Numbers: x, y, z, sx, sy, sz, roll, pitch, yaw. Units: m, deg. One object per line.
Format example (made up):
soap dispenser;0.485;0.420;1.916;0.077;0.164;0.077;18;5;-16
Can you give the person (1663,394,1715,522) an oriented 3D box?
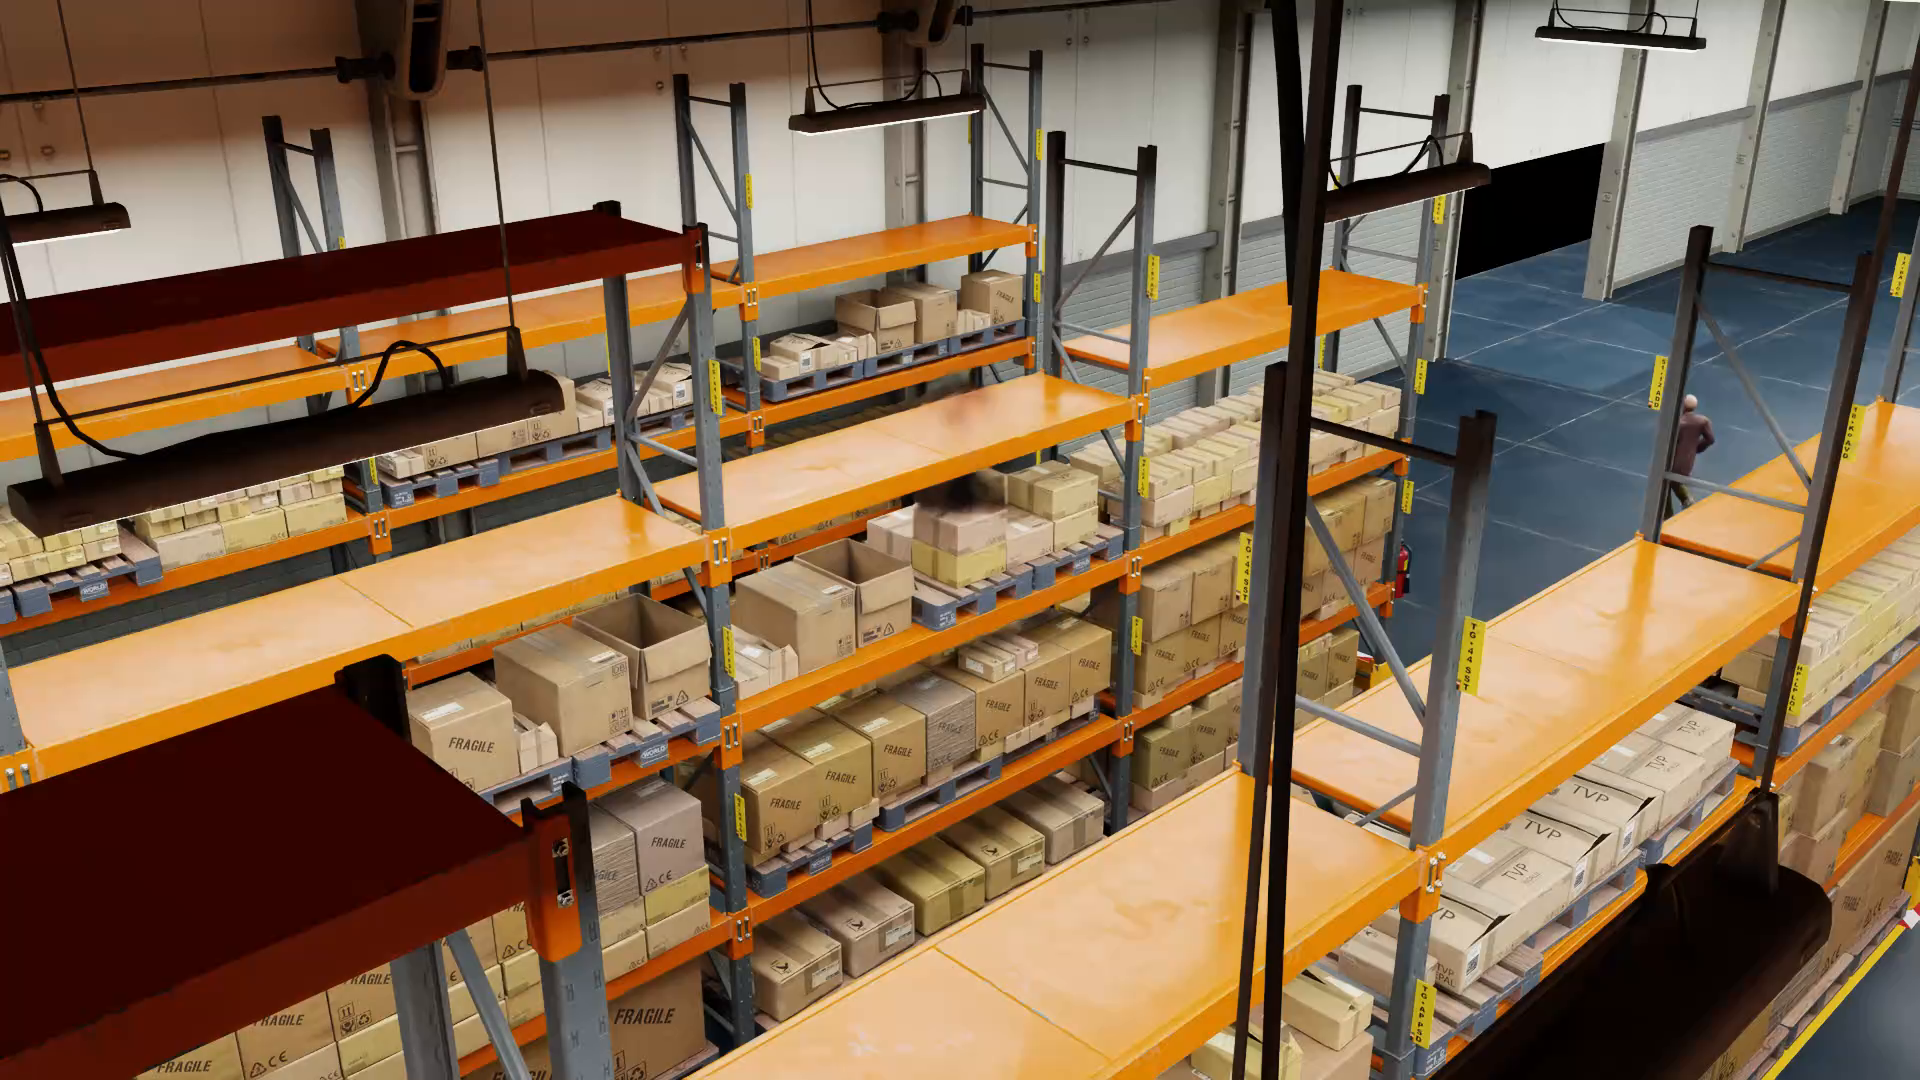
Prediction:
person;9.101;-0.996;21.019;0.715;1.737;0.657;0;22;-1
